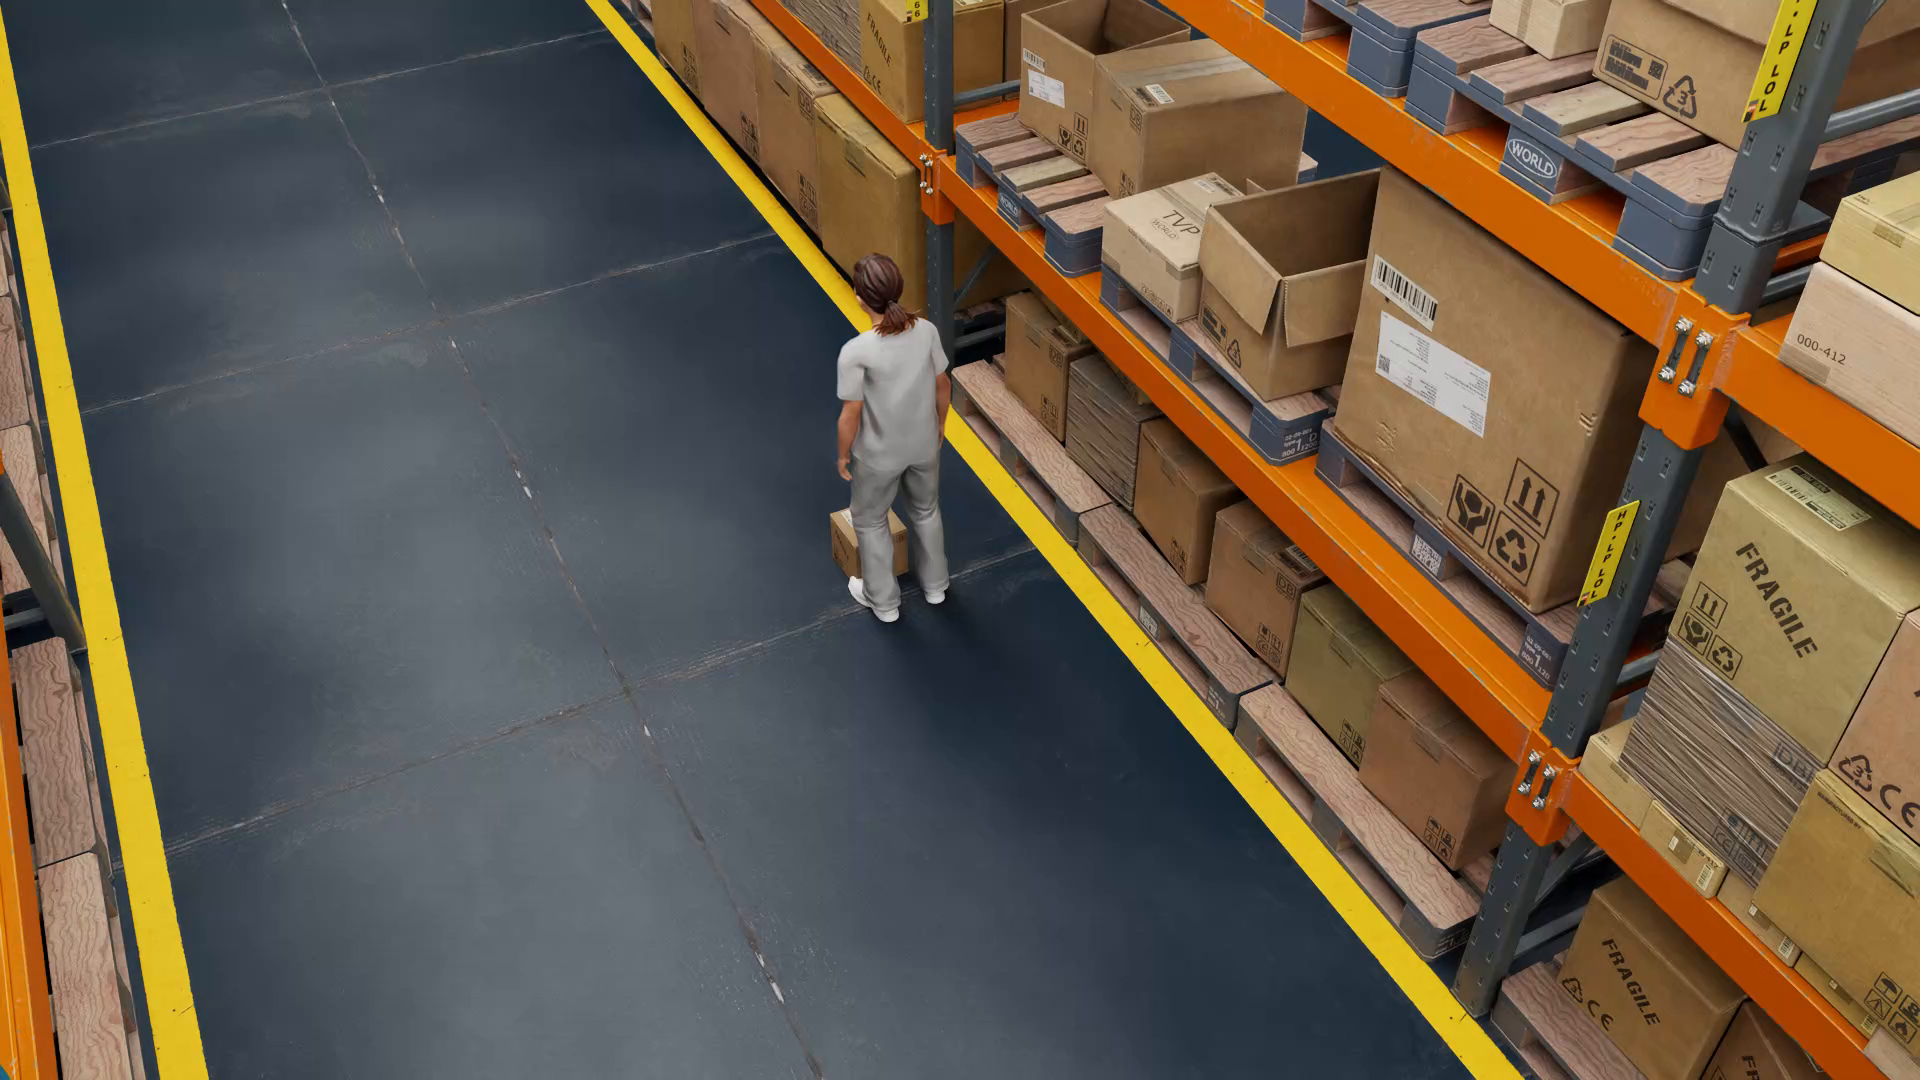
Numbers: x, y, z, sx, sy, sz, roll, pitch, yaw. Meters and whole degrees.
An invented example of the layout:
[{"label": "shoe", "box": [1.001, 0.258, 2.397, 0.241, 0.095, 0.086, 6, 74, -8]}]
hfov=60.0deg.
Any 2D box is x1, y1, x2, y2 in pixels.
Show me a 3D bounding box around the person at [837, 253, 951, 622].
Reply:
[{"label": "person", "box": [-0.268, -0.373, 6.599, 0.485, 1.651, 0.344, -20, 45, -21]}]
